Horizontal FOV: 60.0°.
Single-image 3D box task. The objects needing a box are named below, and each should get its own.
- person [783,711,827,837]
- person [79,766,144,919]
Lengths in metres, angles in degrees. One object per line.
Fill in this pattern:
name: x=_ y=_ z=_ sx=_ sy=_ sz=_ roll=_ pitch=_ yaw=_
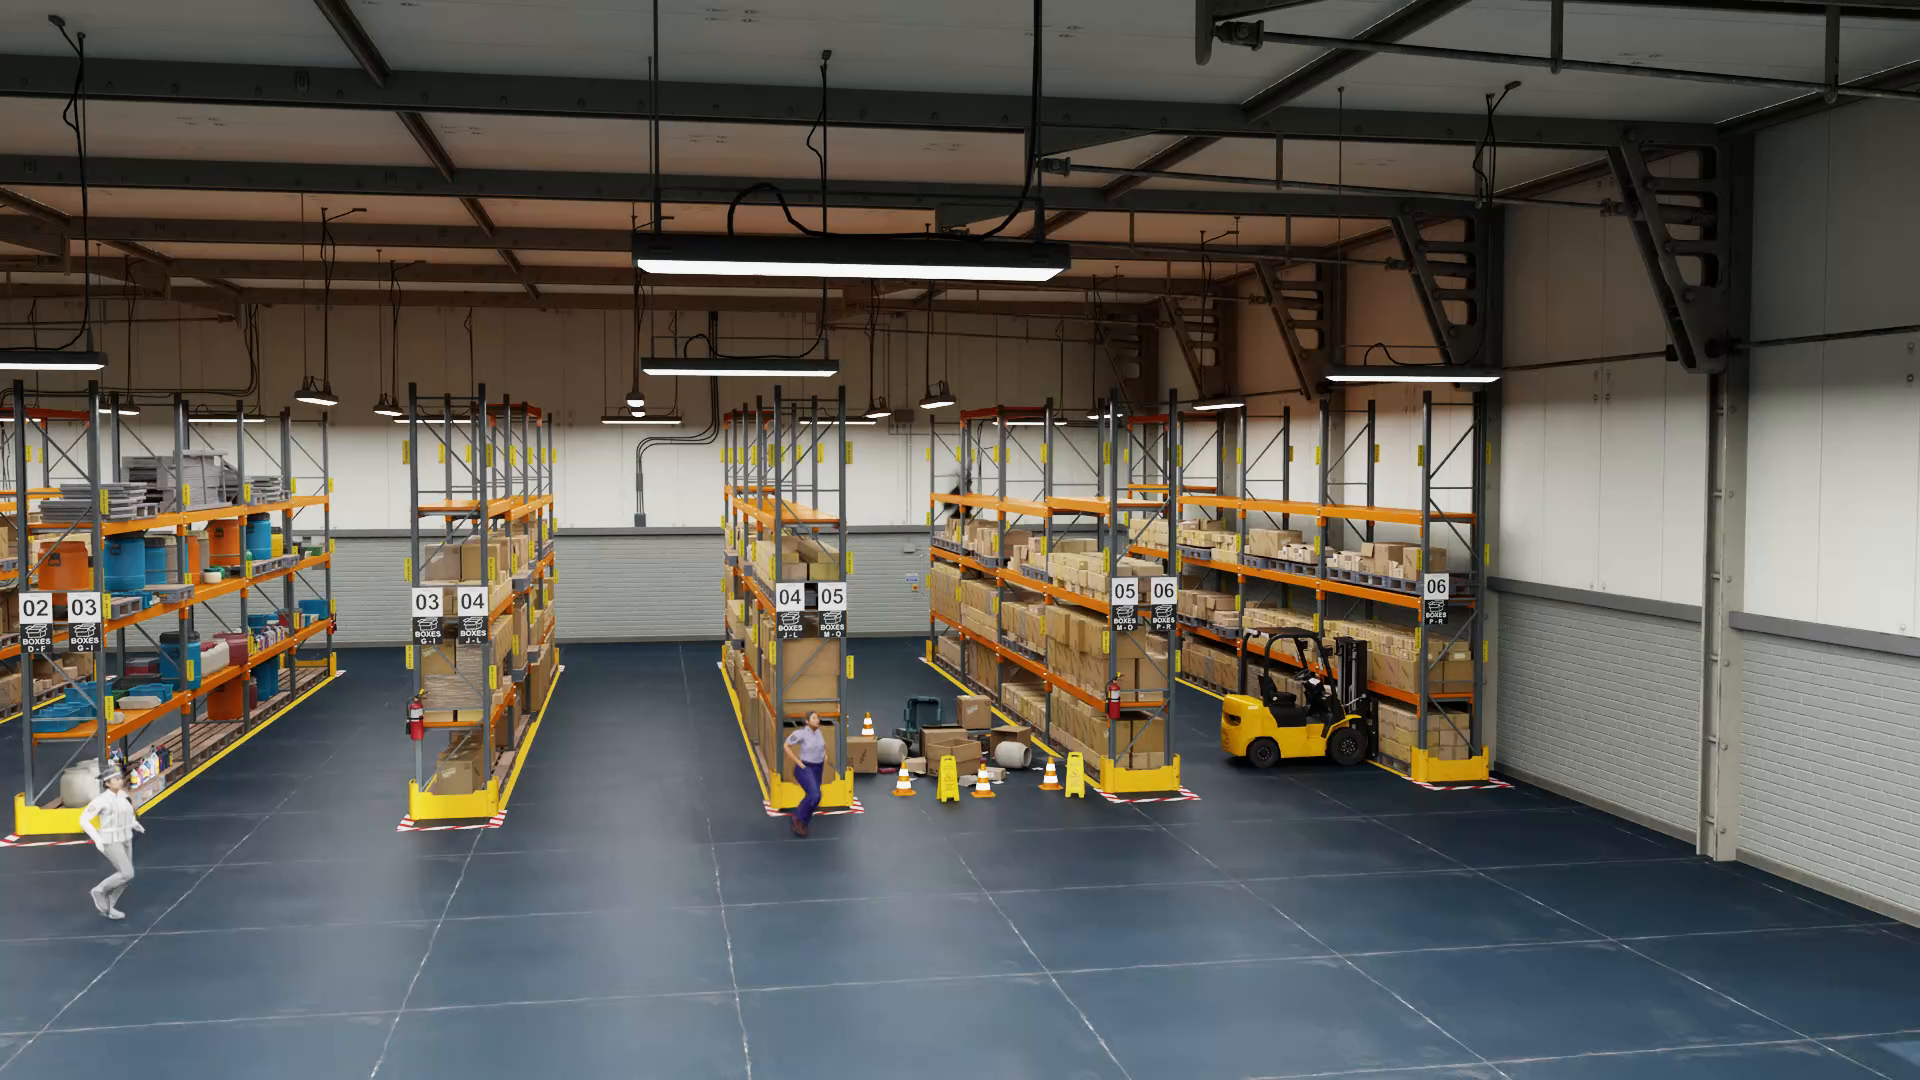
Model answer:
person: x=-1.978 y=3.082 z=21.996 sx=0.593 sy=1.645 sz=0.637 roll=2 pitch=4 yaw=36
person: x=-9.078 y=3.265 z=17.951 sx=0.535 sy=1.650 sz=0.605 roll=1 pitch=3 yaw=12
